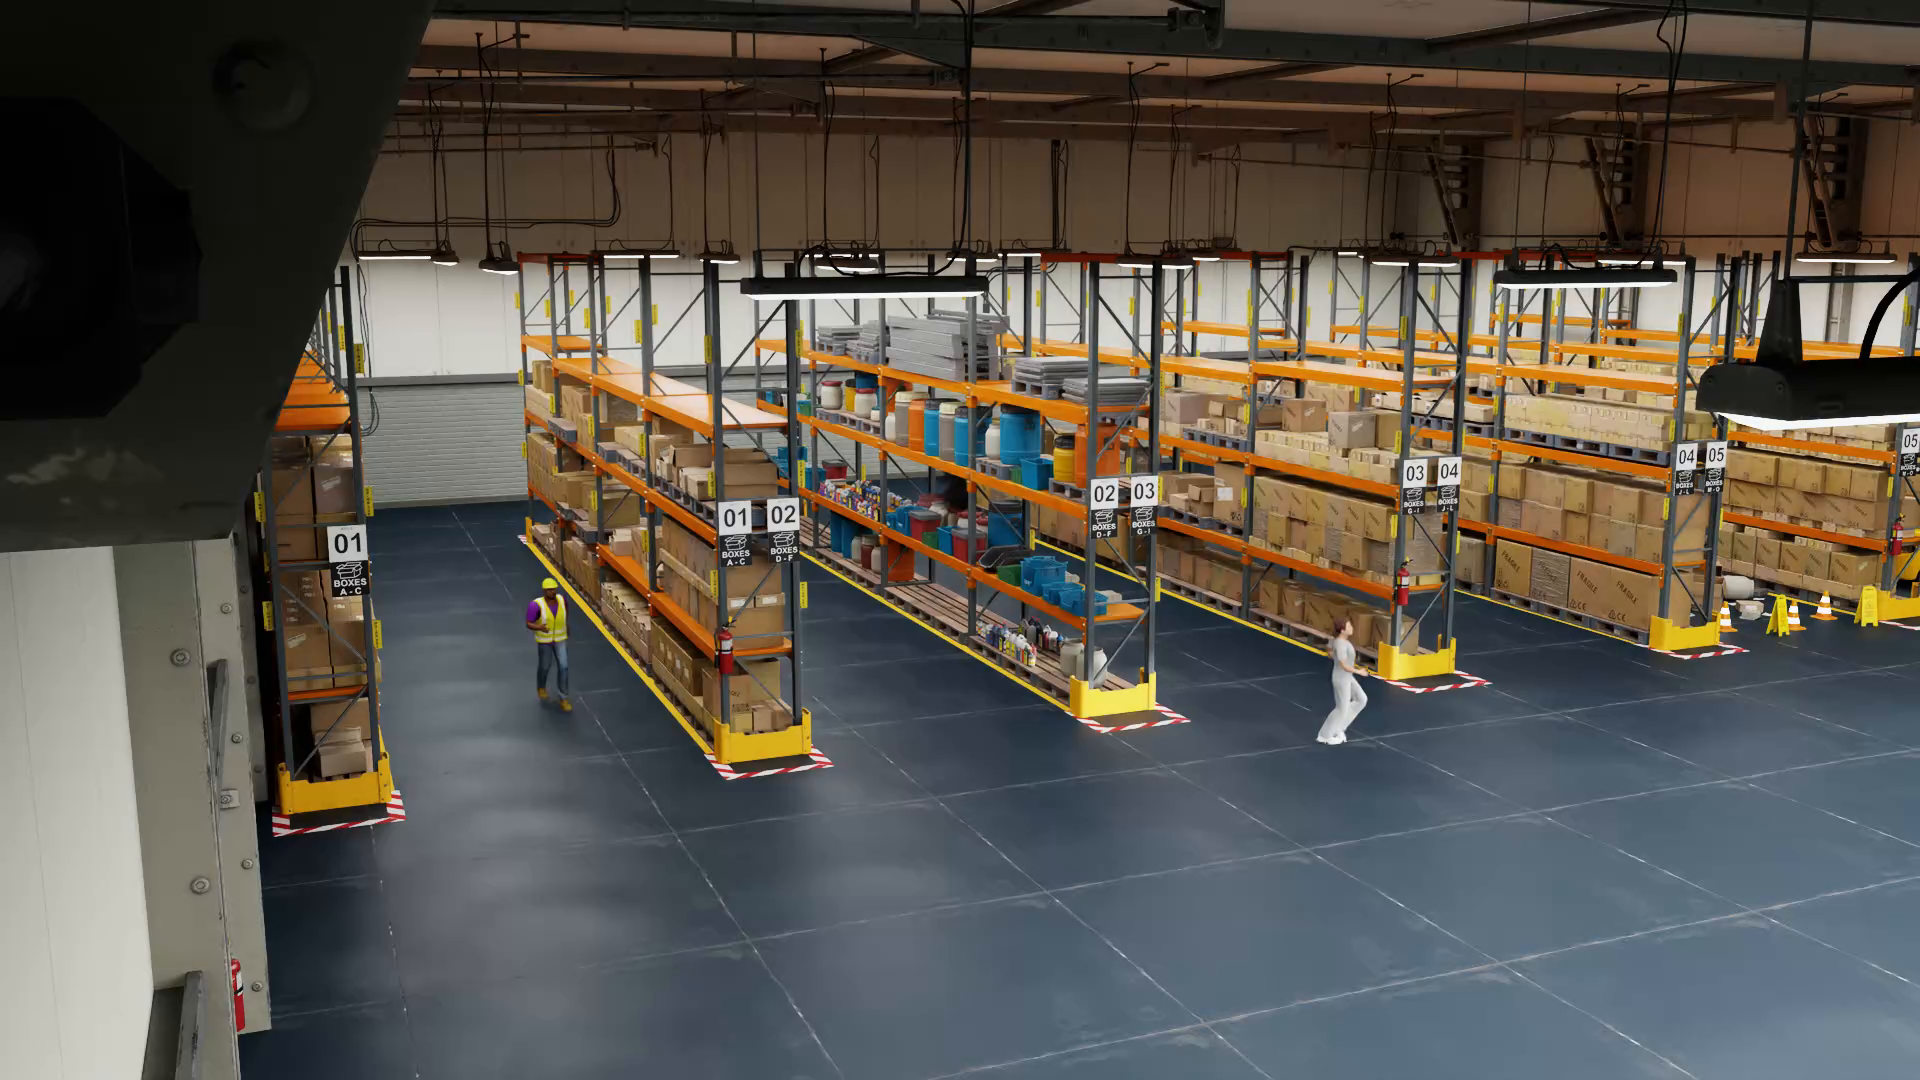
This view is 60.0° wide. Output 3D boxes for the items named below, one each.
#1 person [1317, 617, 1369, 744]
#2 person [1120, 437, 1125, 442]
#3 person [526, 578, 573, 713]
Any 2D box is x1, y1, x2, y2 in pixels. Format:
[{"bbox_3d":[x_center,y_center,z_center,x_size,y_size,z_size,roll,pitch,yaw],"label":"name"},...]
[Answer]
[{"bbox_3d":[4.815,1.758,20.859,0.599,1.627,0.575,2,11,11],"label":"person"},{"bbox_3d":[3.746,-1.627,39.303,0.637,1.630,0.938,1,10,3],"label":"person"},{"bbox_3d":[-5.565,1.380,22.544,0.640,1.796,0.890,-5,12,-27],"label":"person"}]
